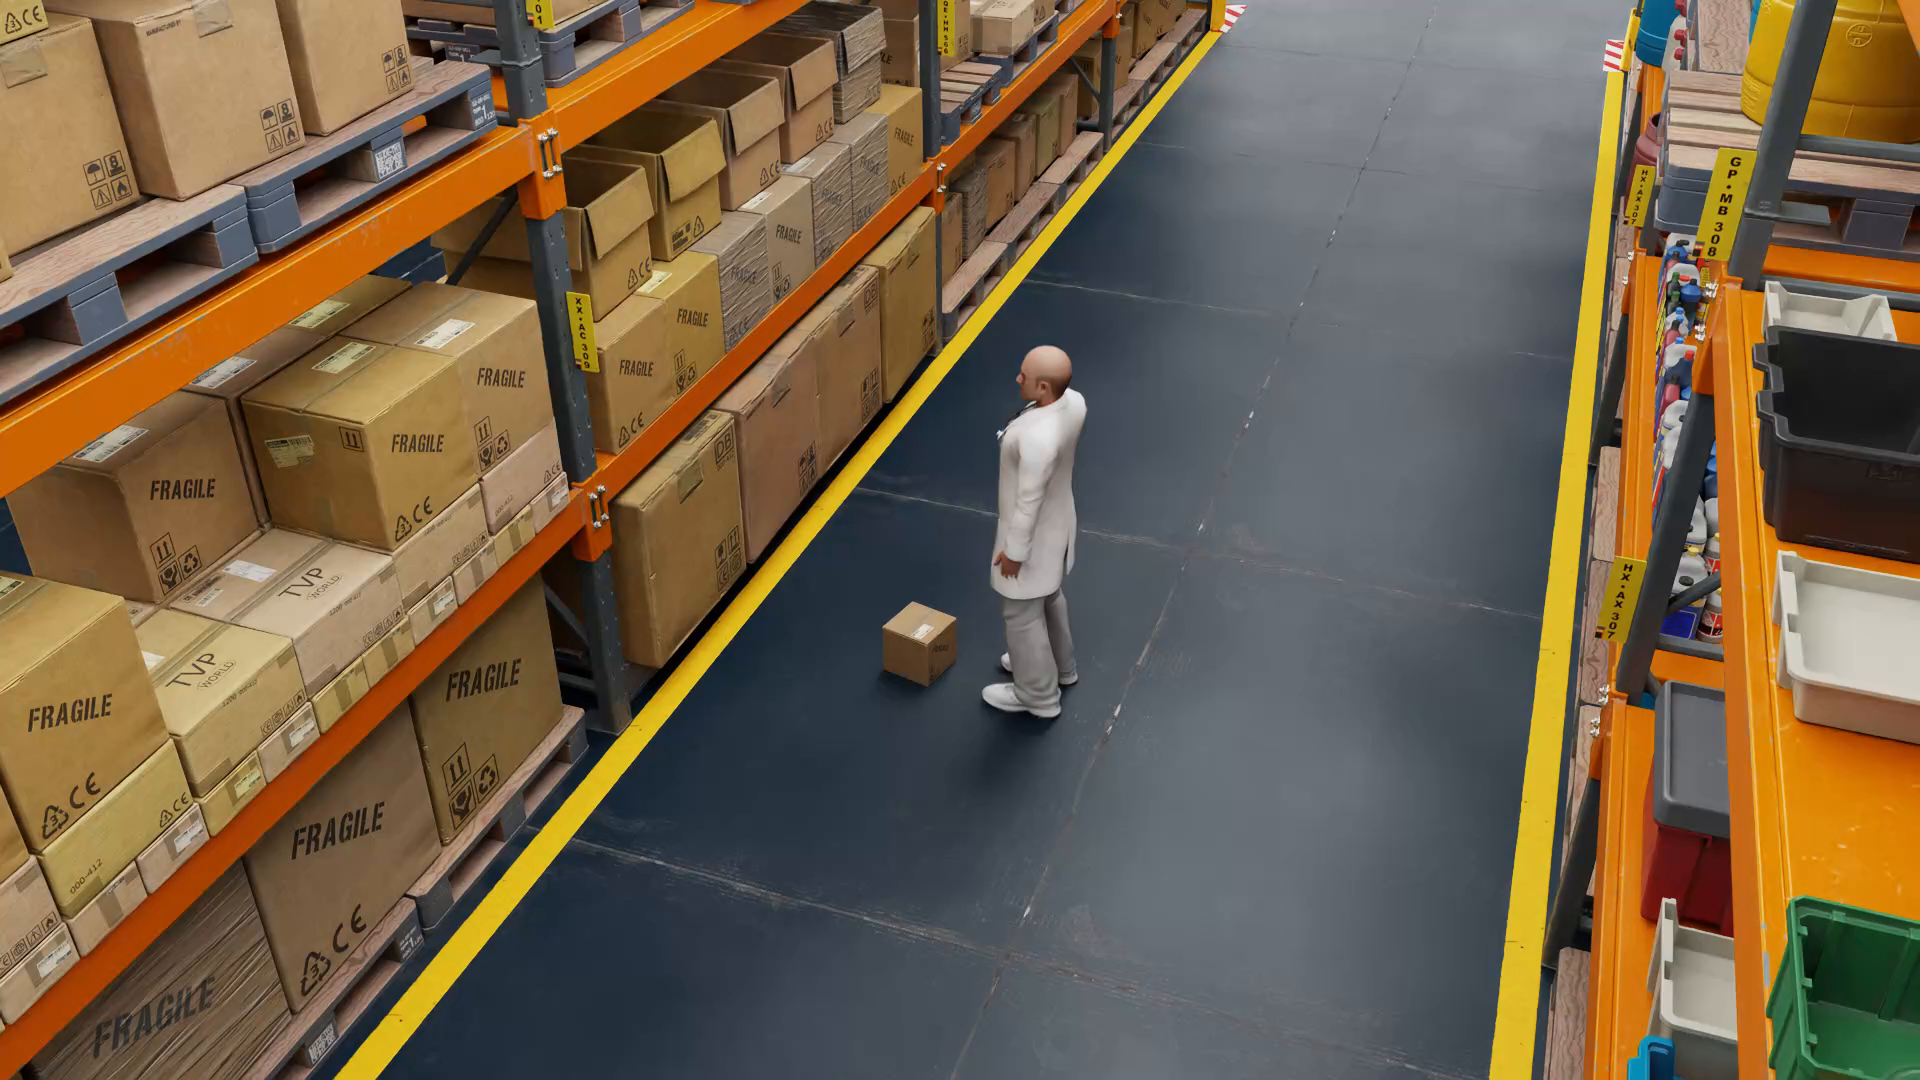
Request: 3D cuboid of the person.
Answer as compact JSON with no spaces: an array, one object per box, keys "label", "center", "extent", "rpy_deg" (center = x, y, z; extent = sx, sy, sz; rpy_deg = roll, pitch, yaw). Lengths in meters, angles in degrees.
[{"label":"person","center":[0.317,-0.039,7.215],"extent":[0.378,1.775,0.560],"rpy_deg":[12,35,18]}]
